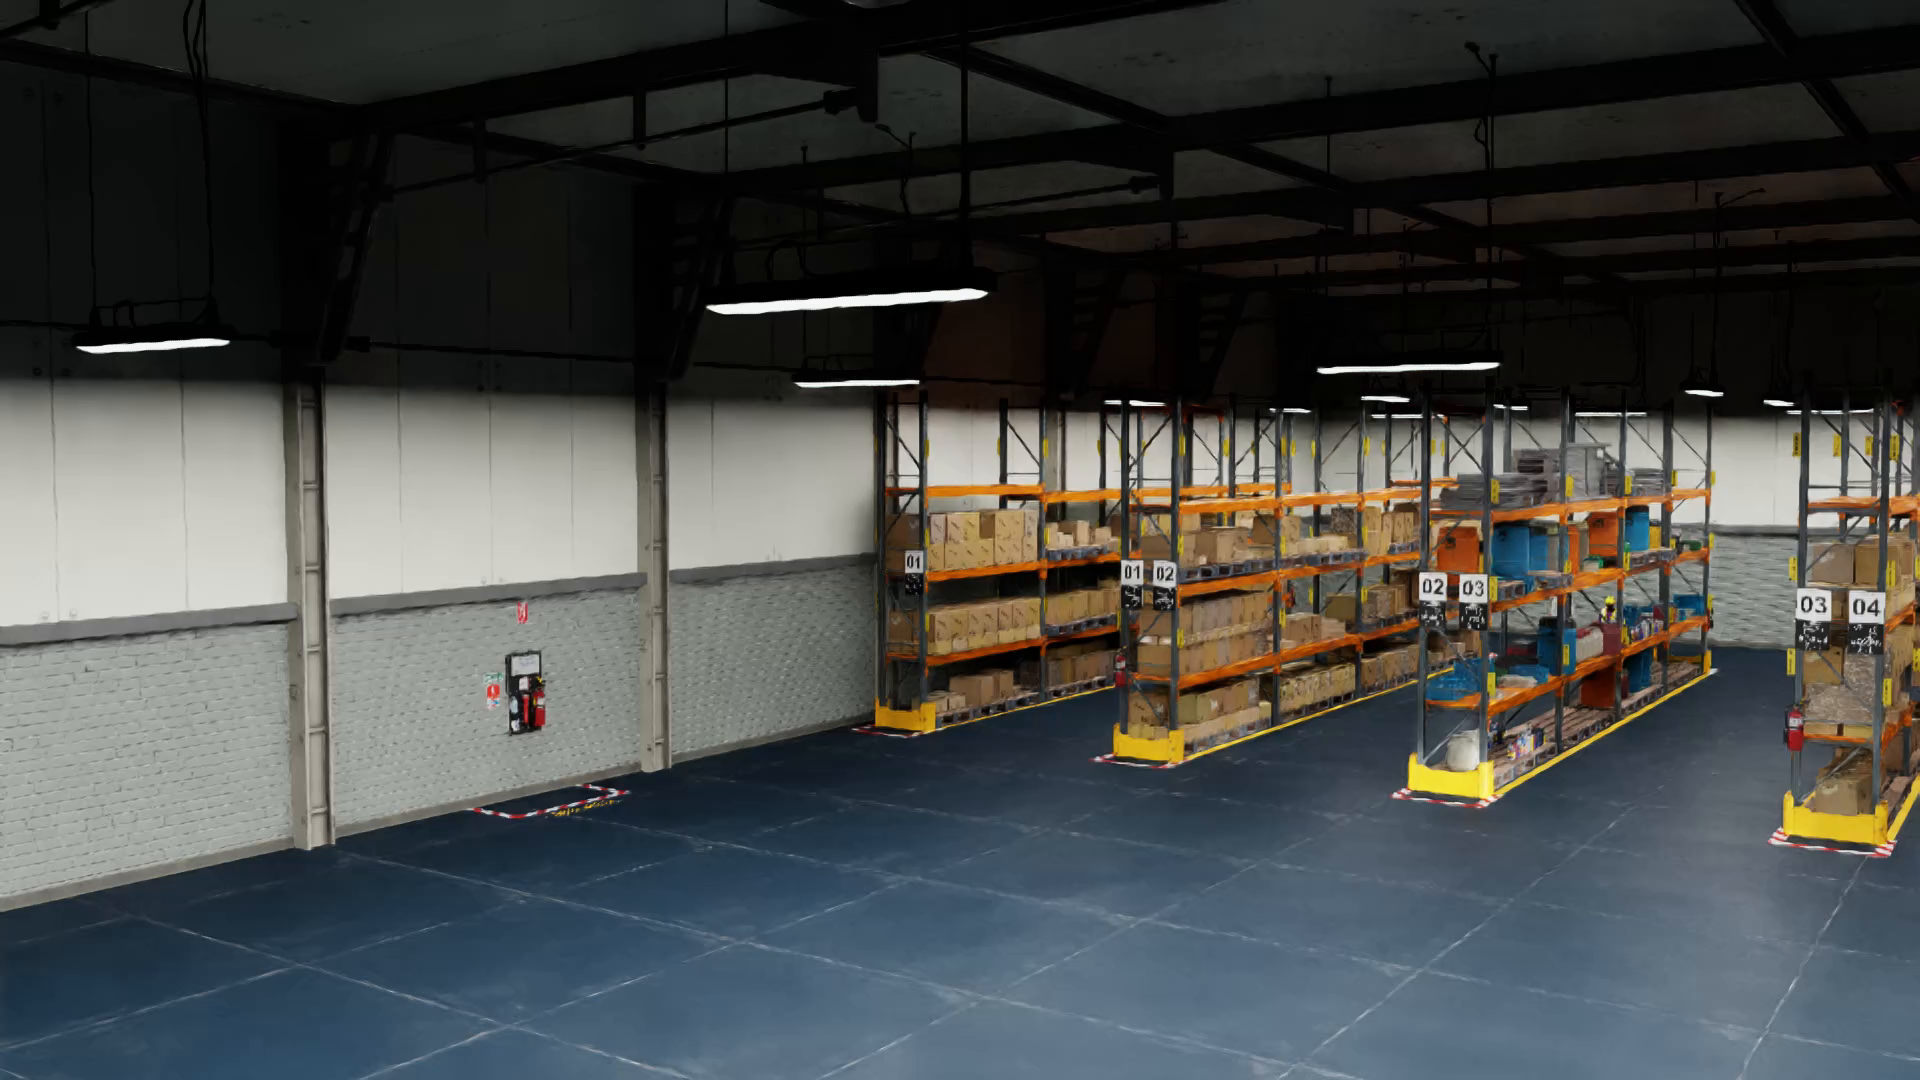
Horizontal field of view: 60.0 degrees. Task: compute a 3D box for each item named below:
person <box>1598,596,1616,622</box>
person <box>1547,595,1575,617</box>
[{"bbox_3d":[14.478,2.088,37.029,0.577,1.687,1.113,2,4,33],"label":"person"},{"bbox_3d":[14.827,1.870,41.061,0.677,1.726,0.574,2,4,32],"label":"person"}]
